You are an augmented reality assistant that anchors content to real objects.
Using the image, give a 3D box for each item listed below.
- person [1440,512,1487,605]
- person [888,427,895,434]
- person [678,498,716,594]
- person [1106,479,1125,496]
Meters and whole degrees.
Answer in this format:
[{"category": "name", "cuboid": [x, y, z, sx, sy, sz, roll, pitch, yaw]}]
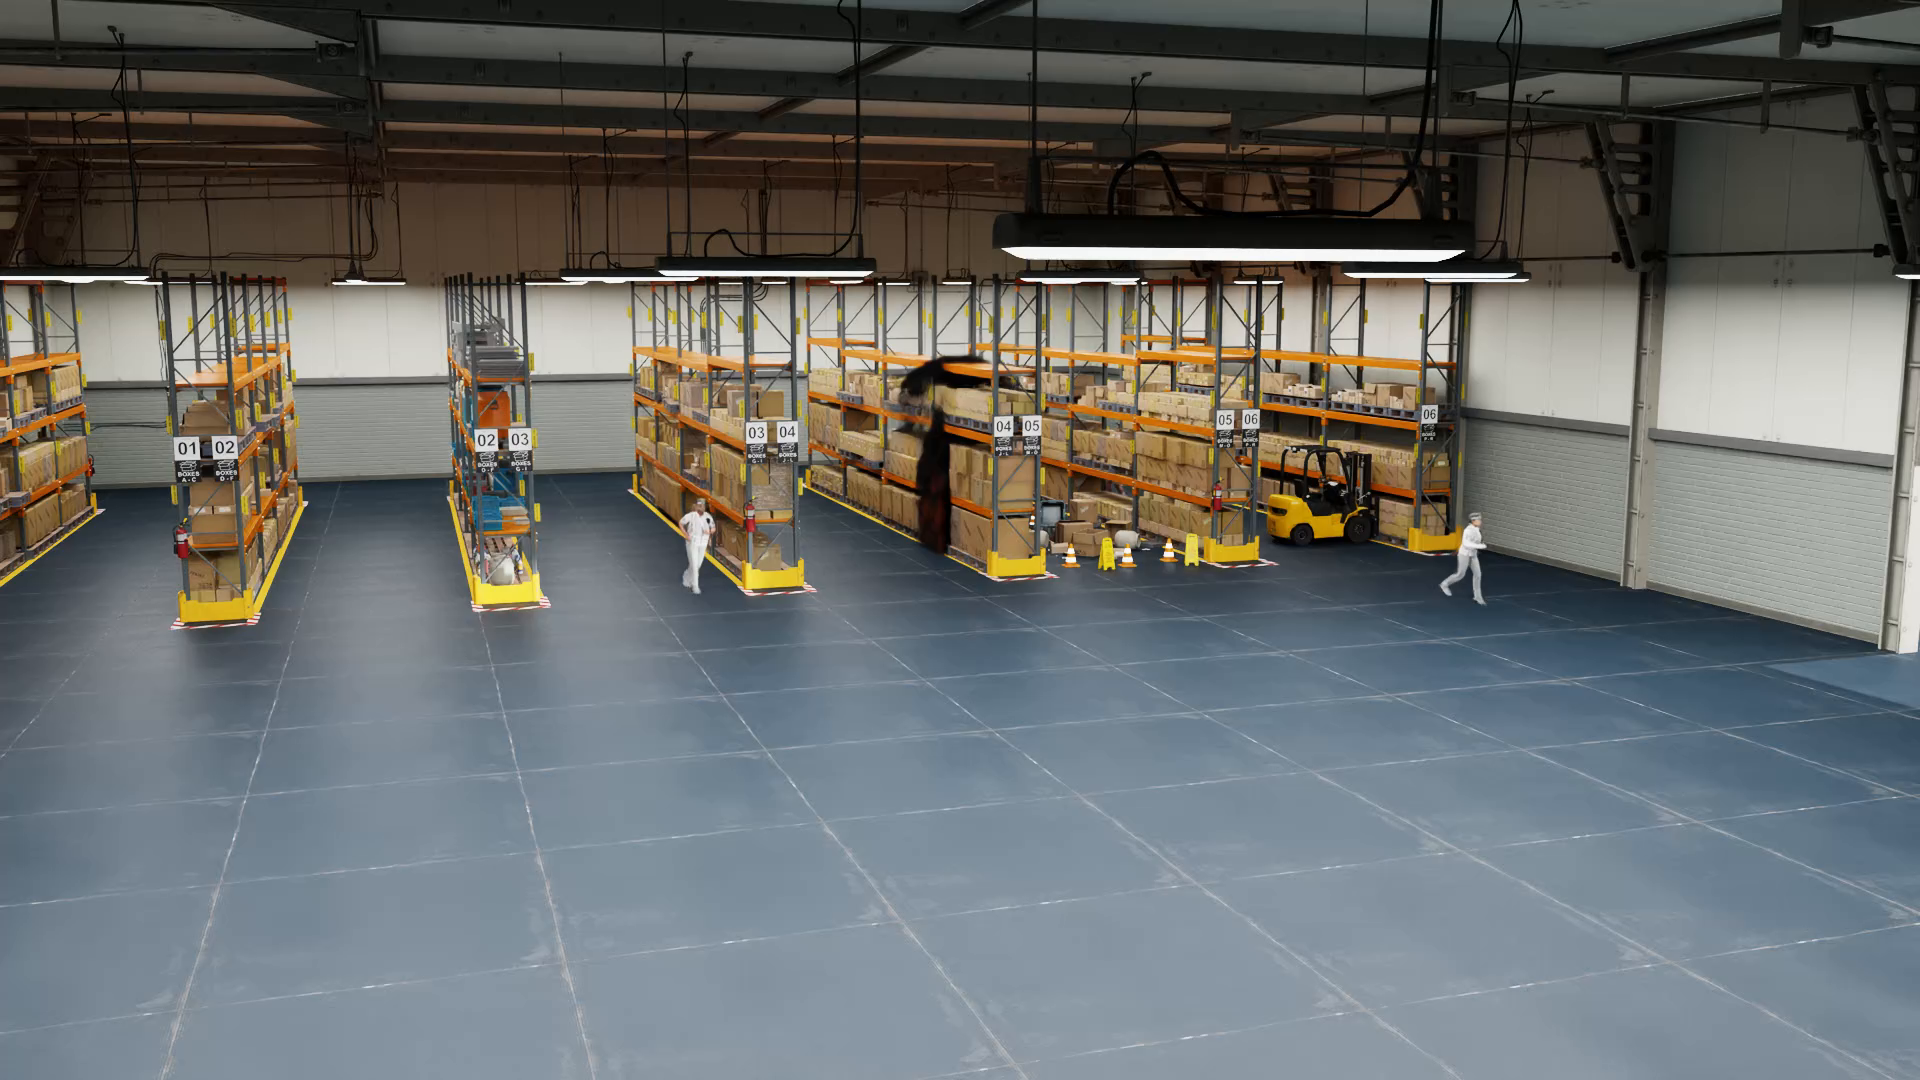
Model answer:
[{"category": "person", "cuboid": [9.287, 0.318, 30.562, 0.929, 1.715, 0.644, 8, 12, 42]}, {"category": "person", "cuboid": [-1.927, -2.332, 47.556, 0.656, 1.792, 0.981, -4, 9, -22]}, {"category": "person", "cuboid": [-5.004, 0.083, 31.819, 0.690, 1.799, 0.913, -6, 10, -33]}, {"category": "person", "cuboid": [4.135, -1.832, 44.570, 0.583, 1.656, 0.893, -5, 10, -28]}]
